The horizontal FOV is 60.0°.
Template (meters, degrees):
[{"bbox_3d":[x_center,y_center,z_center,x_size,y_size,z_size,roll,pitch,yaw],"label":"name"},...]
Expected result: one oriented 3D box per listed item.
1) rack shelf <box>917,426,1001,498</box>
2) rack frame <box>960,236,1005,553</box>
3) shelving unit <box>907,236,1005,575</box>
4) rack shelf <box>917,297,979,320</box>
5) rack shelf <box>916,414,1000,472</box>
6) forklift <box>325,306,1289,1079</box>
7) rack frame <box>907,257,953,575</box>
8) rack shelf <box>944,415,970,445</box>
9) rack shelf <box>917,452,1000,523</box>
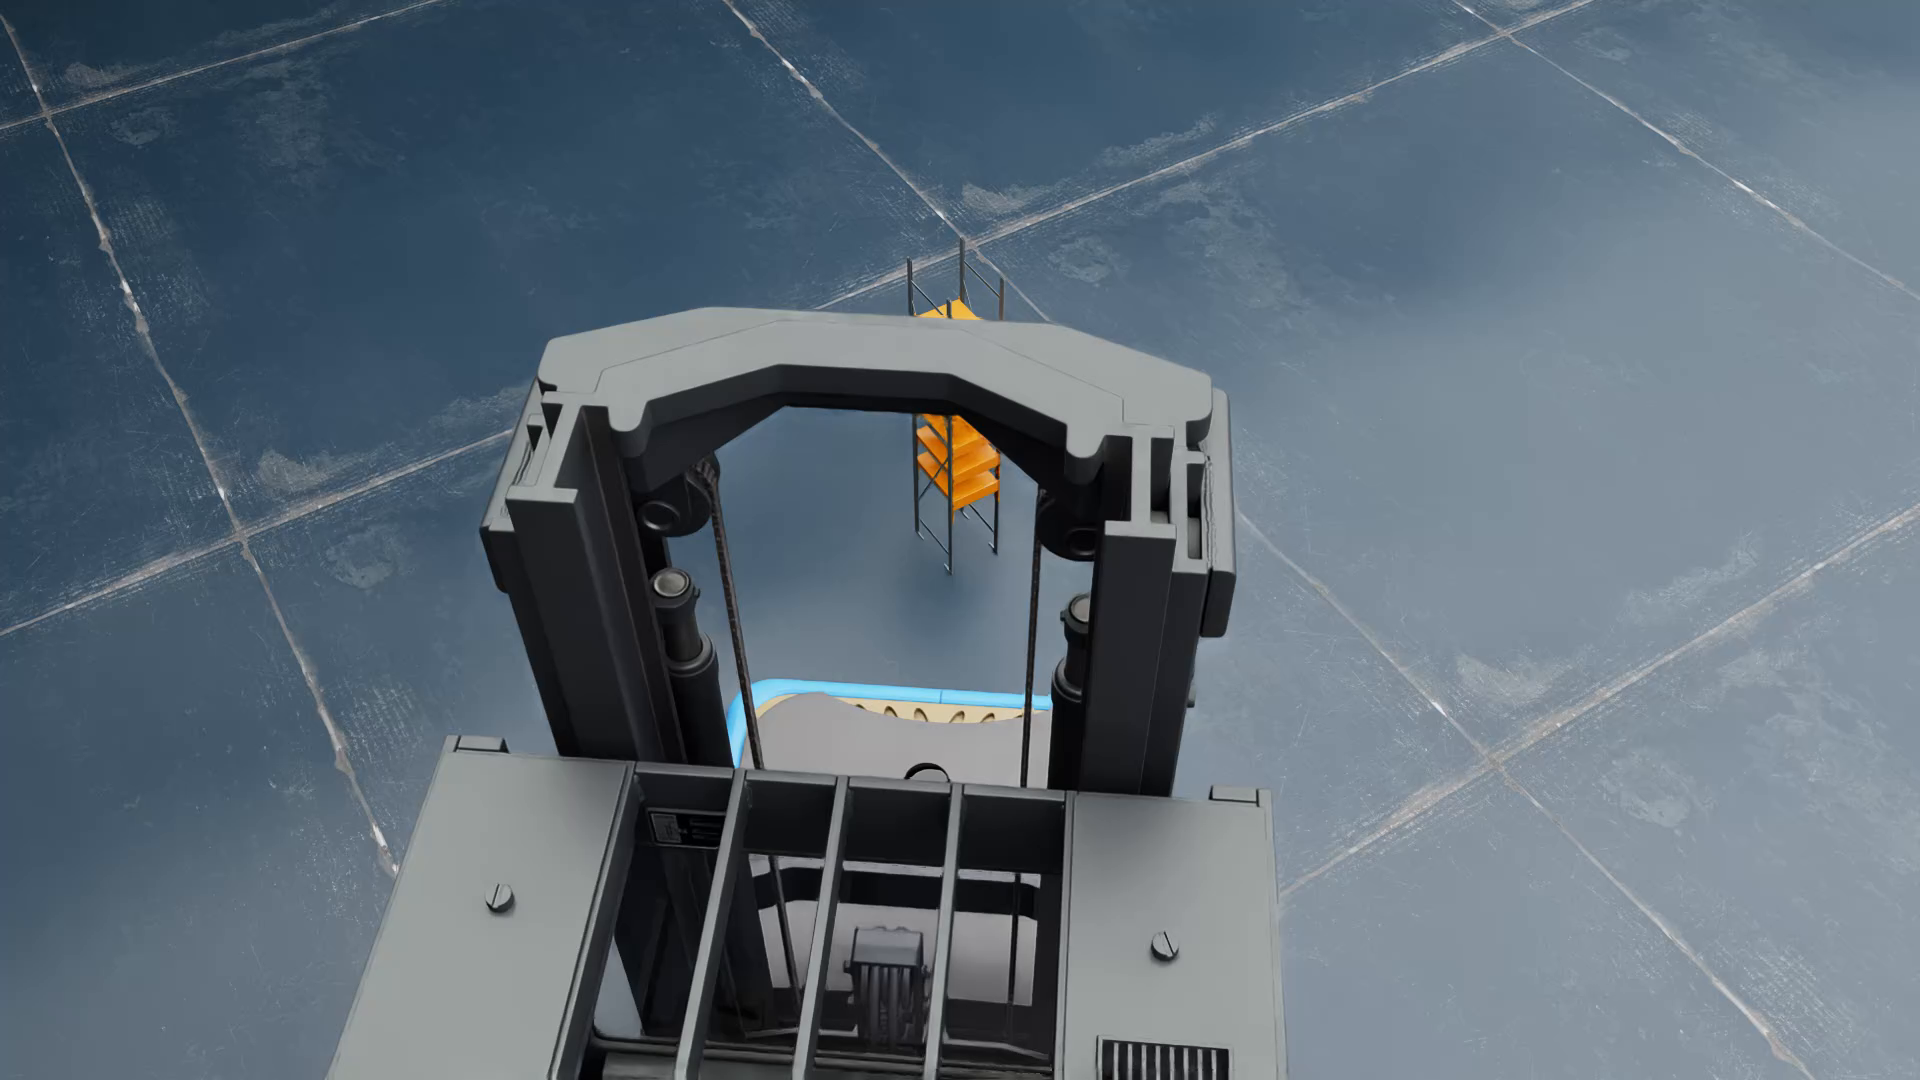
[{"bbox_3d":[-0.012,-0.284,5.420,0.180,0.103,0.258,-25,53,-21],"label":"rack shelf"},{"bbox_3d":[0.065,-0.430,5.329,0.006,1.200,0.240,-25,53,-21],"label":"rack frame"},{"bbox_3d":[-0.012,-0.393,5.297,0.189,1.200,0.258,-25,53,-21],"label":"shelving unit"},{"bbox_3d":[-0.012,-0.603,5.061,0.180,0.103,0.258,-25,53,-21],"label":"rack shelf"},{"bbox_3d":[-0.012,-0.364,5.330,0.180,0.103,0.258,-25,53,-21],"label":"rack shelf"},{"bbox_3d":[-0.163,1.198,2.721,1.130,2.935,3.031,3,48,3],"label":"forklift"},{"bbox_3d":[-0.090,-0.357,5.264,0.006,1.200,0.240,-25,53,-21],"label":"rack frame"},{"bbox_3d":[-0.012,-0.444,5.240,0.180,0.103,0.258,-25,53,-21],"label":"rack shelf"},{"bbox_3d":[-0.012,-0.204,5.509,0.180,0.103,0.258,-25,53,-21],"label":"rack shelf"}]
